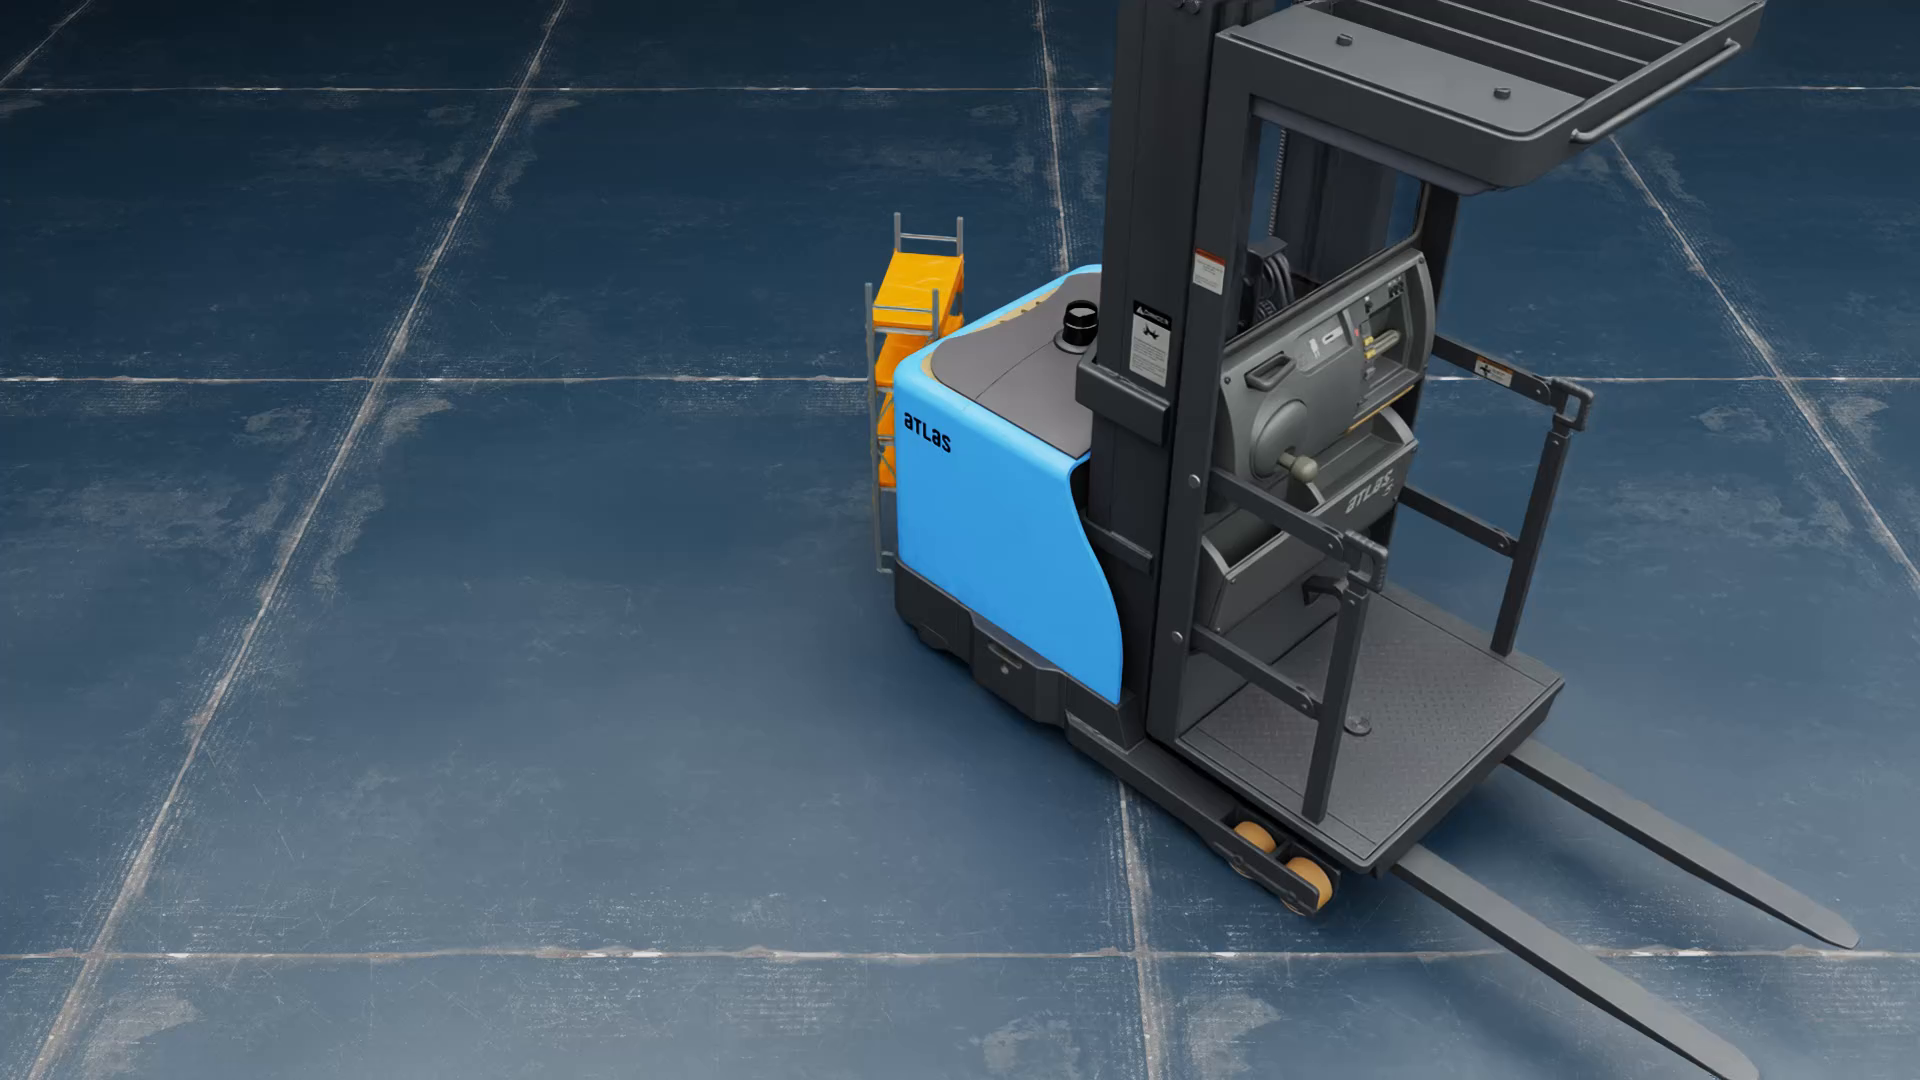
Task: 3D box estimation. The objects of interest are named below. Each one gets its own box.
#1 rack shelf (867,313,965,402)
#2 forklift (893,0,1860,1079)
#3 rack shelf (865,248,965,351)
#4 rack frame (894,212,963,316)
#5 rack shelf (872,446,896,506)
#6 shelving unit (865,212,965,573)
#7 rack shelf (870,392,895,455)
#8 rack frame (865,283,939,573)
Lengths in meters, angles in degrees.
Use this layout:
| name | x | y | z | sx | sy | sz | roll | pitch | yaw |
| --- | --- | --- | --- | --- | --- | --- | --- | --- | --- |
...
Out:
| name | x | y | z | sx | sy | sz | roll | pitch | yaw |
| --- | --- | --- | --- | --- | --- | --- | --- | --- | --- |
| rack shelf | -0.147 | -0.619 | 5.813 | 0.258 | 0.148 | 0.480 | 6 | 39 | 7 |
| forklift | 1.163 | -0.414 | 4.423 | 1.130 | 2.935 | 3.031 | -32 | 48 | -33 |
| rack shelf | -0.147 | -0.804 | 5.665 | 0.258 | 0.148 | 0.480 | 6 | 39 | 7 |
| rack frame | -0.108 | -0.648 | 6.099 | 0.240 | 1.200 | 0.015 | 6 | 39 | 7 |
| rack shelf | -0.147 | -0.289 | 6.077 | 0.258 | 0.148 | 0.480 | 6 | 39 | 7 |
| shelving unit | -0.147 | -0.497 | 5.911 | 0.258 | 1.200 | 0.503 | 6 | 39 | 7 |
| rack shelf | -0.147 | -0.444 | 5.953 | 0.258 | 0.148 | 0.480 | 6 | 39 | 7 |
| rack frame | -0.187 | -0.346 | 5.723 | 0.240 | 1.200 | 0.015 | 6 | 39 | 7 |
